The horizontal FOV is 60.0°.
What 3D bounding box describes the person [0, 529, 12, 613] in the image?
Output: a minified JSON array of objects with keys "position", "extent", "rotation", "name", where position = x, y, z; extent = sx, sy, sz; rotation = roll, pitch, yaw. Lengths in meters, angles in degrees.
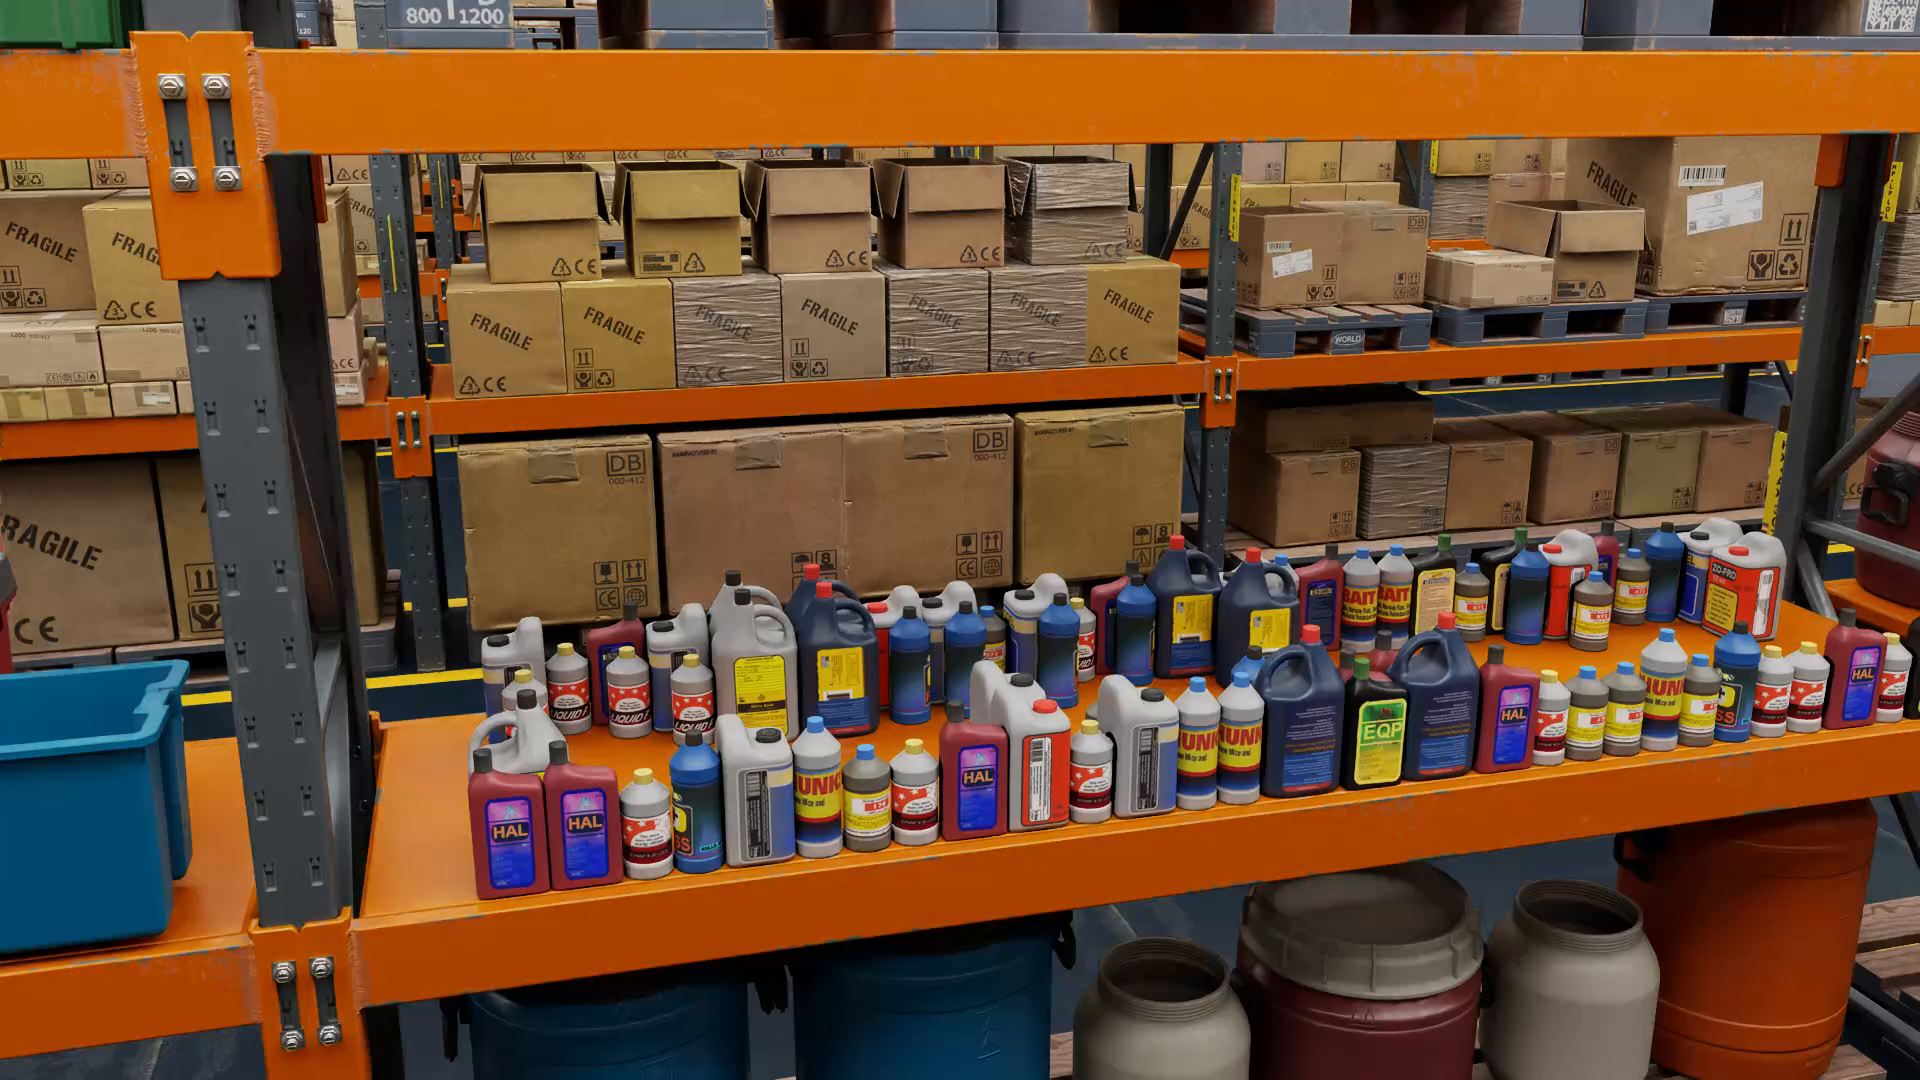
[{"position":[-3.701,0.225,6.165],"extent":[0.469,1.665,0.501],"rotation":[-4,16,-12],"name":"person"}]
